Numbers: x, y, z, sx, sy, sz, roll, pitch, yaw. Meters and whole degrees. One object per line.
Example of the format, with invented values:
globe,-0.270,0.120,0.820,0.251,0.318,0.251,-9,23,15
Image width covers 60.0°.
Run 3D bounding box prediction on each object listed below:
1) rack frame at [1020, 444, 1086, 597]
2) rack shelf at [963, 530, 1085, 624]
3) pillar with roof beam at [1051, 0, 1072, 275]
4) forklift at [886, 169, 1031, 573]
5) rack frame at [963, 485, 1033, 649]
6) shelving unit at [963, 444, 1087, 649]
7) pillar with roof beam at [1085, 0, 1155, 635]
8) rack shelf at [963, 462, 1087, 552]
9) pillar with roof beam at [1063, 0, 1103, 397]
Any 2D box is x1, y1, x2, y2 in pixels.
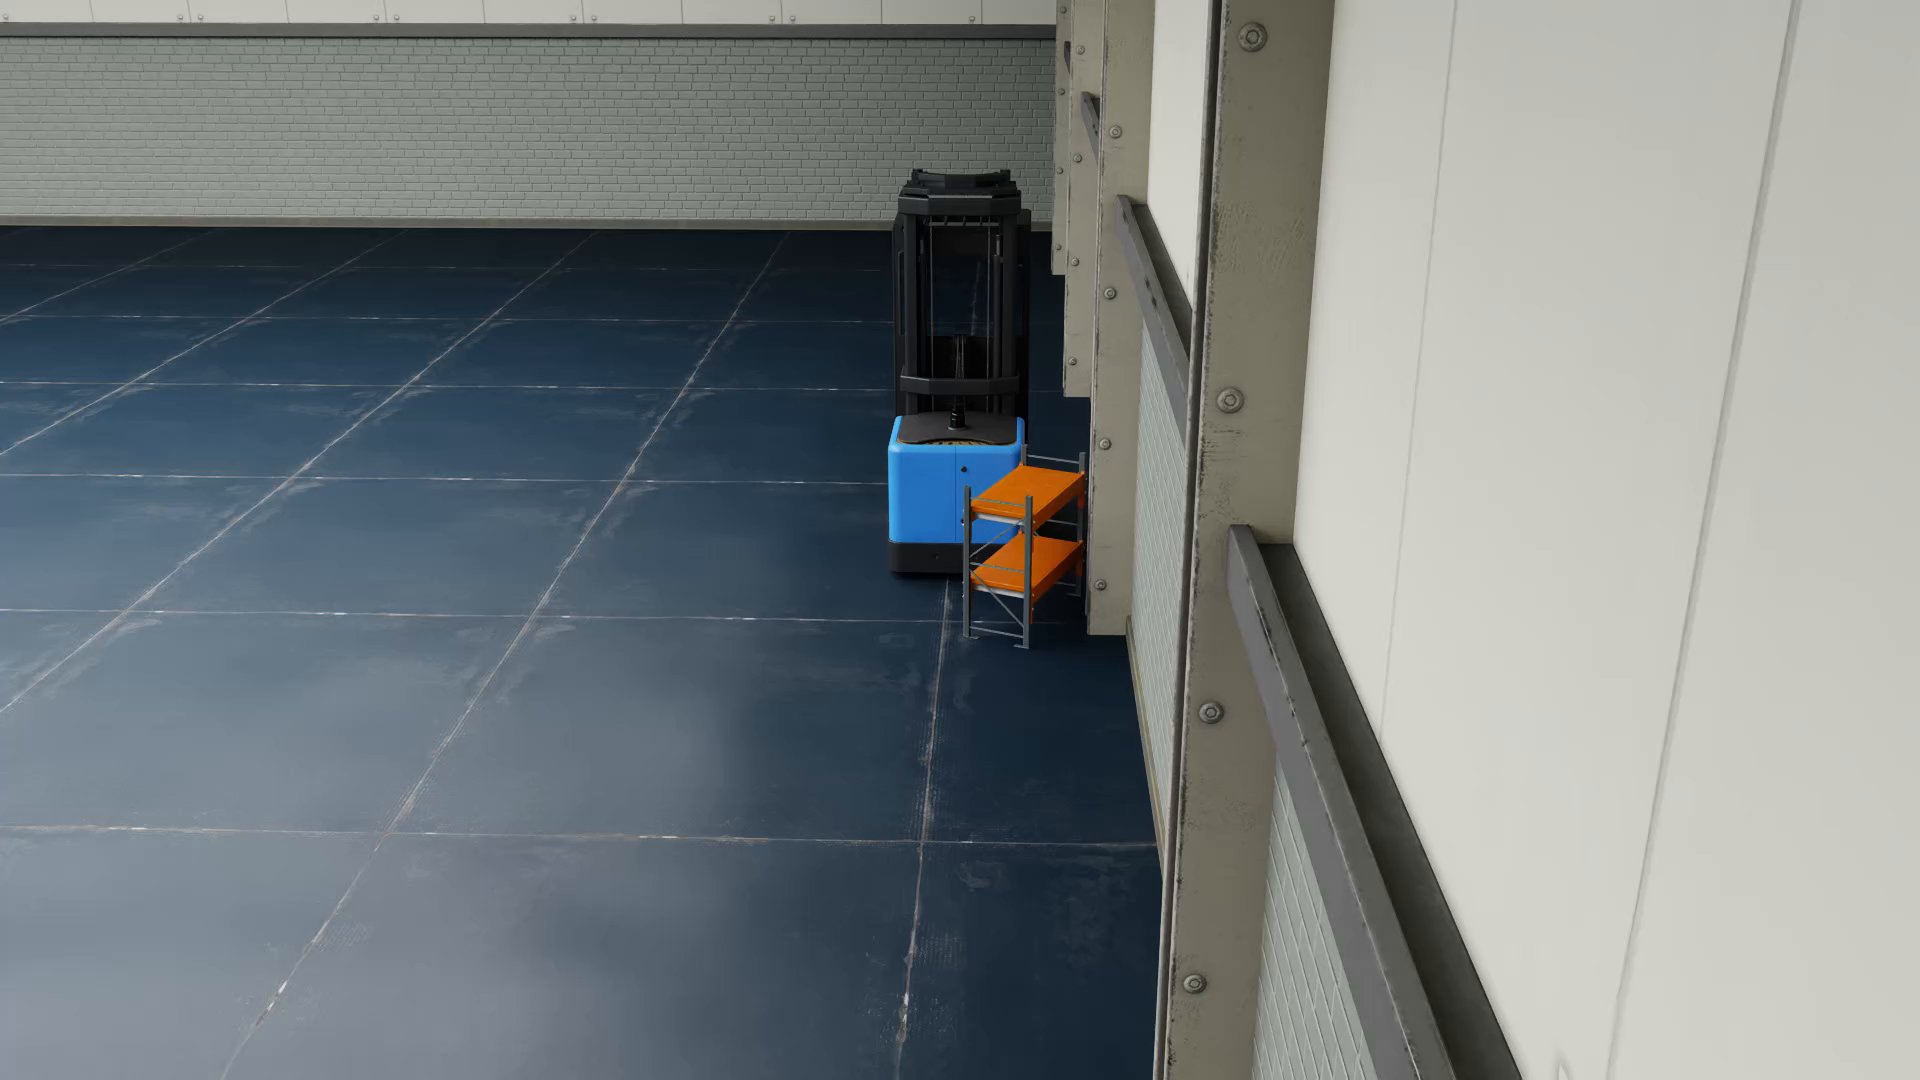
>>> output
rack frame,0.683,-0.141,12.337,0.500,1.125,0.032,9,23,23
rack shelf,0.471,0.254,11.995,0.538,0.278,1.000,9,23,23
pillar with roof beam,-2.873,-7.981,21.658,9.100,9.000,0.400,1,21,2
forklift,0.023,-1.594,13.586,1.130,2.935,3.031,1,21,2
rack frame,0.258,0.193,11.476,0.500,1.125,0.032,9,23,23
shelving unit,0.471,0.026,11.907,0.538,1.125,1.048,9,23,23
pillar with roof beam,-3.238,-3.642,10.476,9.100,9.000,0.400,1,21,2
rack shelf,0.471,-0.247,11.801,0.538,0.278,1.000,9,23,23
pillar with roof beam,-3.056,-5.812,16.067,9.100,9.000,0.400,1,21,2
